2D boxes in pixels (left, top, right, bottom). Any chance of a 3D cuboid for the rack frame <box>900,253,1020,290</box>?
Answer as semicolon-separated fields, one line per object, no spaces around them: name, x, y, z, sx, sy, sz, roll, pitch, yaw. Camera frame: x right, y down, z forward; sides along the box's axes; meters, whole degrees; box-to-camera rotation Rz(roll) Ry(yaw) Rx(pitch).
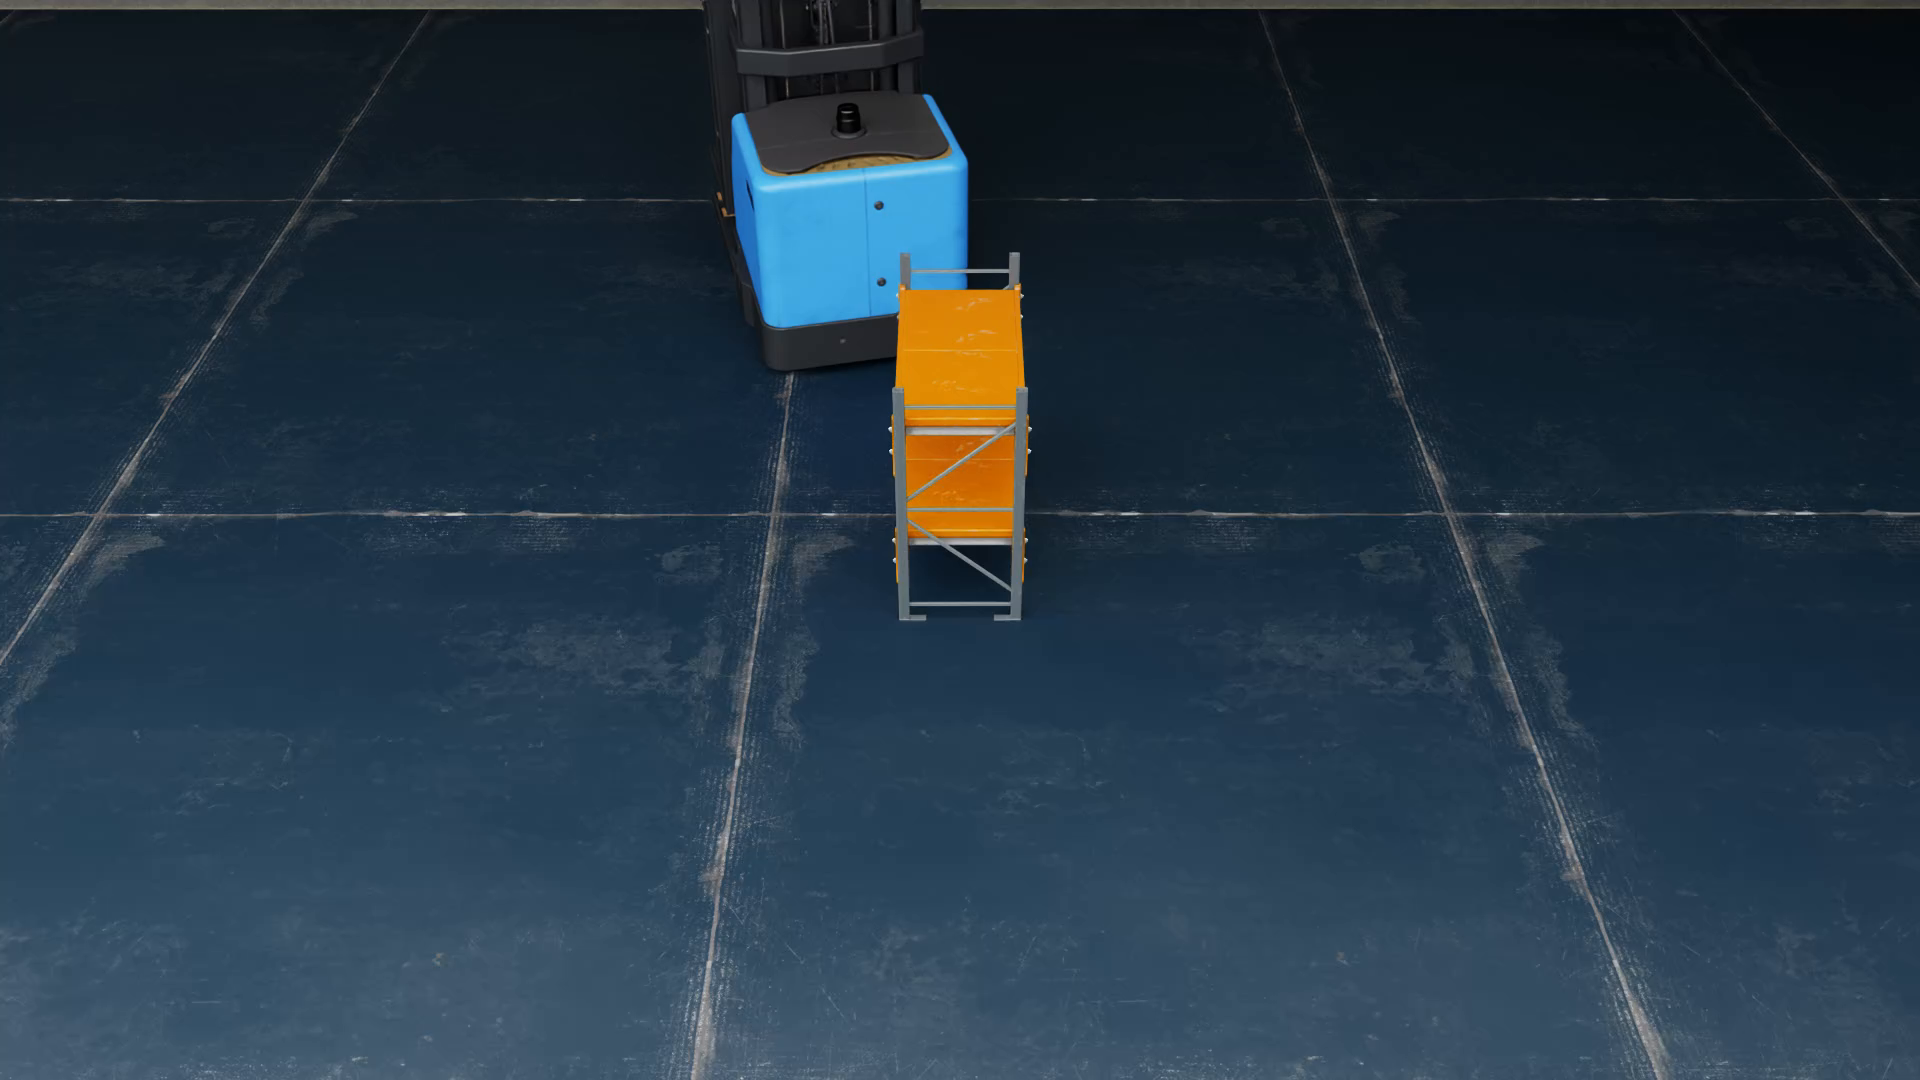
rack frame;-0.001;-0.753;7.290;0.500;1.125;0.032;0;39;0

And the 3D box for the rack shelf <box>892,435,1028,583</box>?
rack shelf;0.000;-0.244;7.046;0.538;0.278;1.000;0;39;0

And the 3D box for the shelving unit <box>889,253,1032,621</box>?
shelving unit;0.000;-0.435;6.893;0.538;1.125;1.048;0;39;0

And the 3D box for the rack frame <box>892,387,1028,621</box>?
rack frame;0.001;-0.117;6.496;0.500;1.125;0.032;0;39;0

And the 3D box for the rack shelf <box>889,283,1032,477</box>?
rack shelf;0.000;-0.663;6.710;0.538;0.278;1.000;0;39;0

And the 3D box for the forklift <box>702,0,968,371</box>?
forklift;-0.796;-2.902;8.527;1.130;2.935;3.031;-9;40;-11
